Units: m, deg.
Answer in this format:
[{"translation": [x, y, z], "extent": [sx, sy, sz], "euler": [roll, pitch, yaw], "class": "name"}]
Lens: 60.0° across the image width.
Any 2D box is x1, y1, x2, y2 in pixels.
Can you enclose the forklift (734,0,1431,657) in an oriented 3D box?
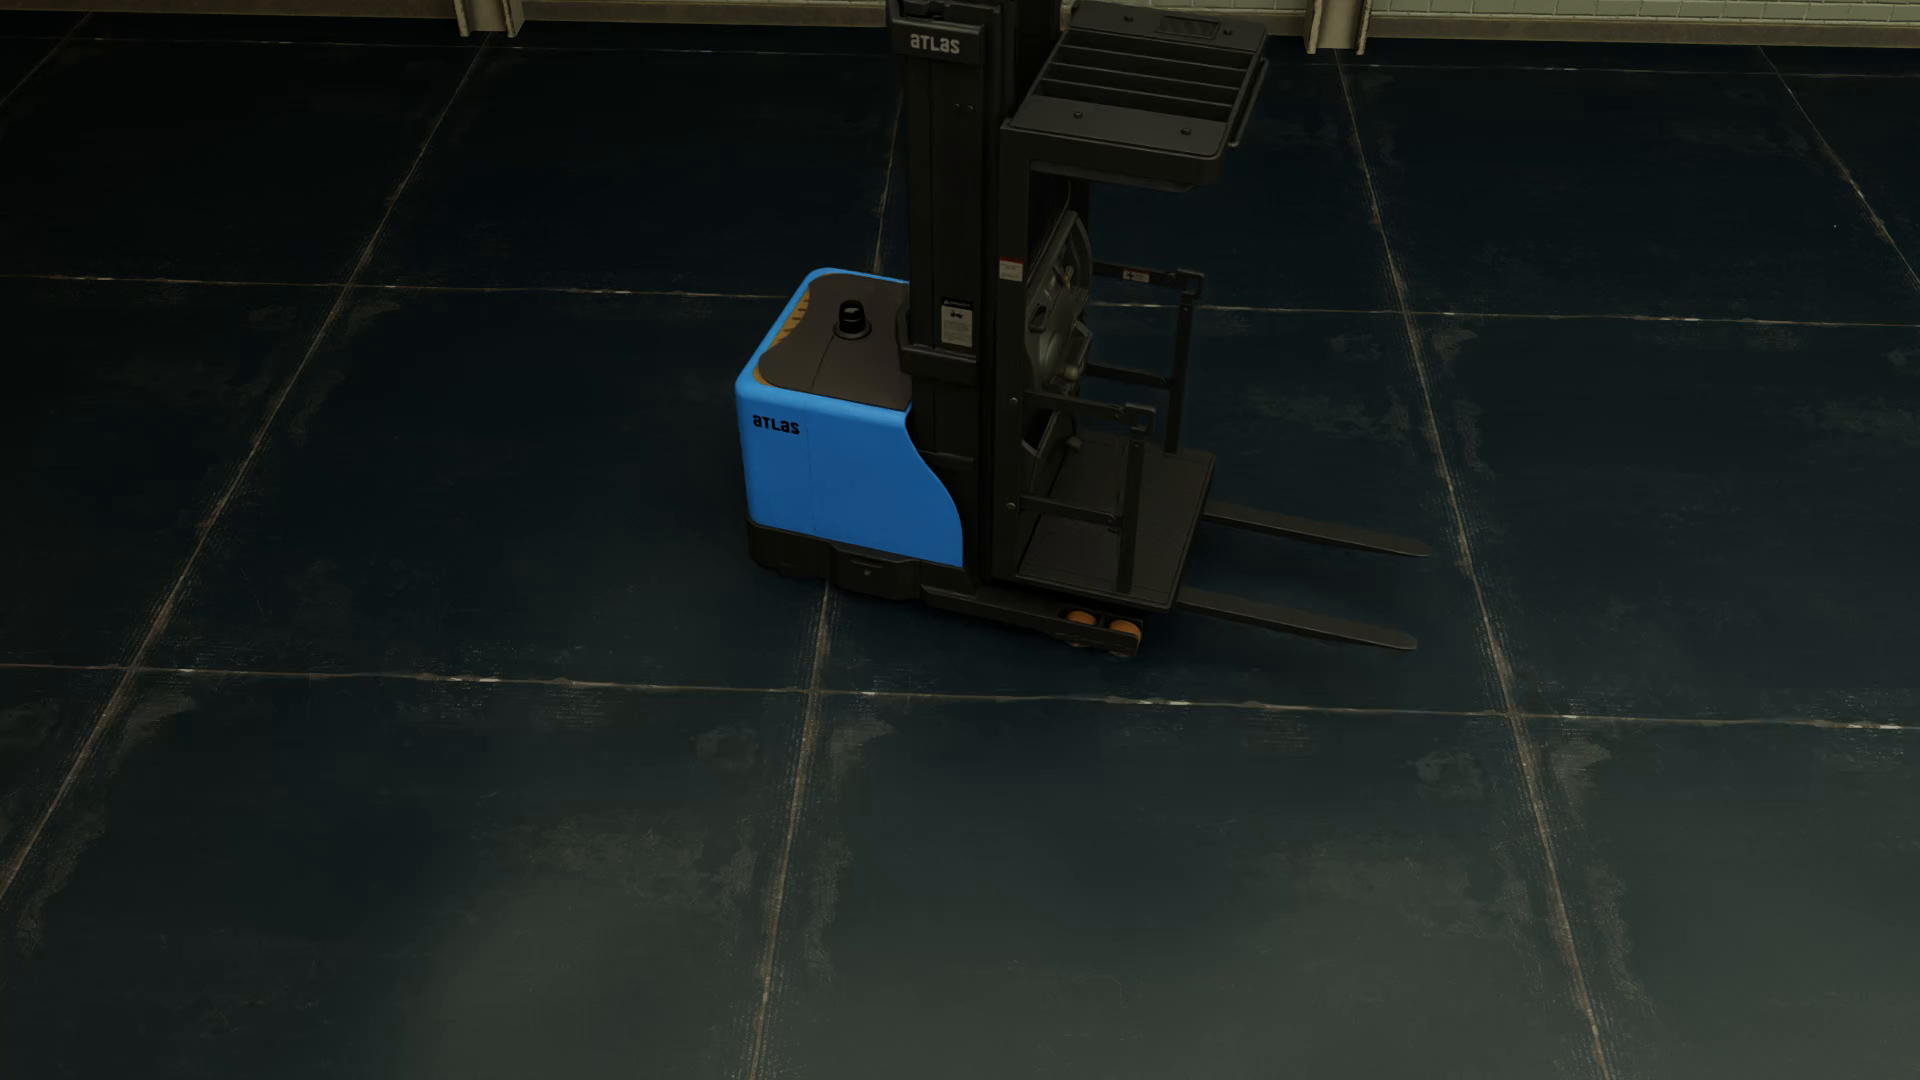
[{"translation": [0.594, -0.969, 6.804], "extent": [3.031, 2.935, 1.130], "euler": [12, 44, 13], "class": "forklift"}]
